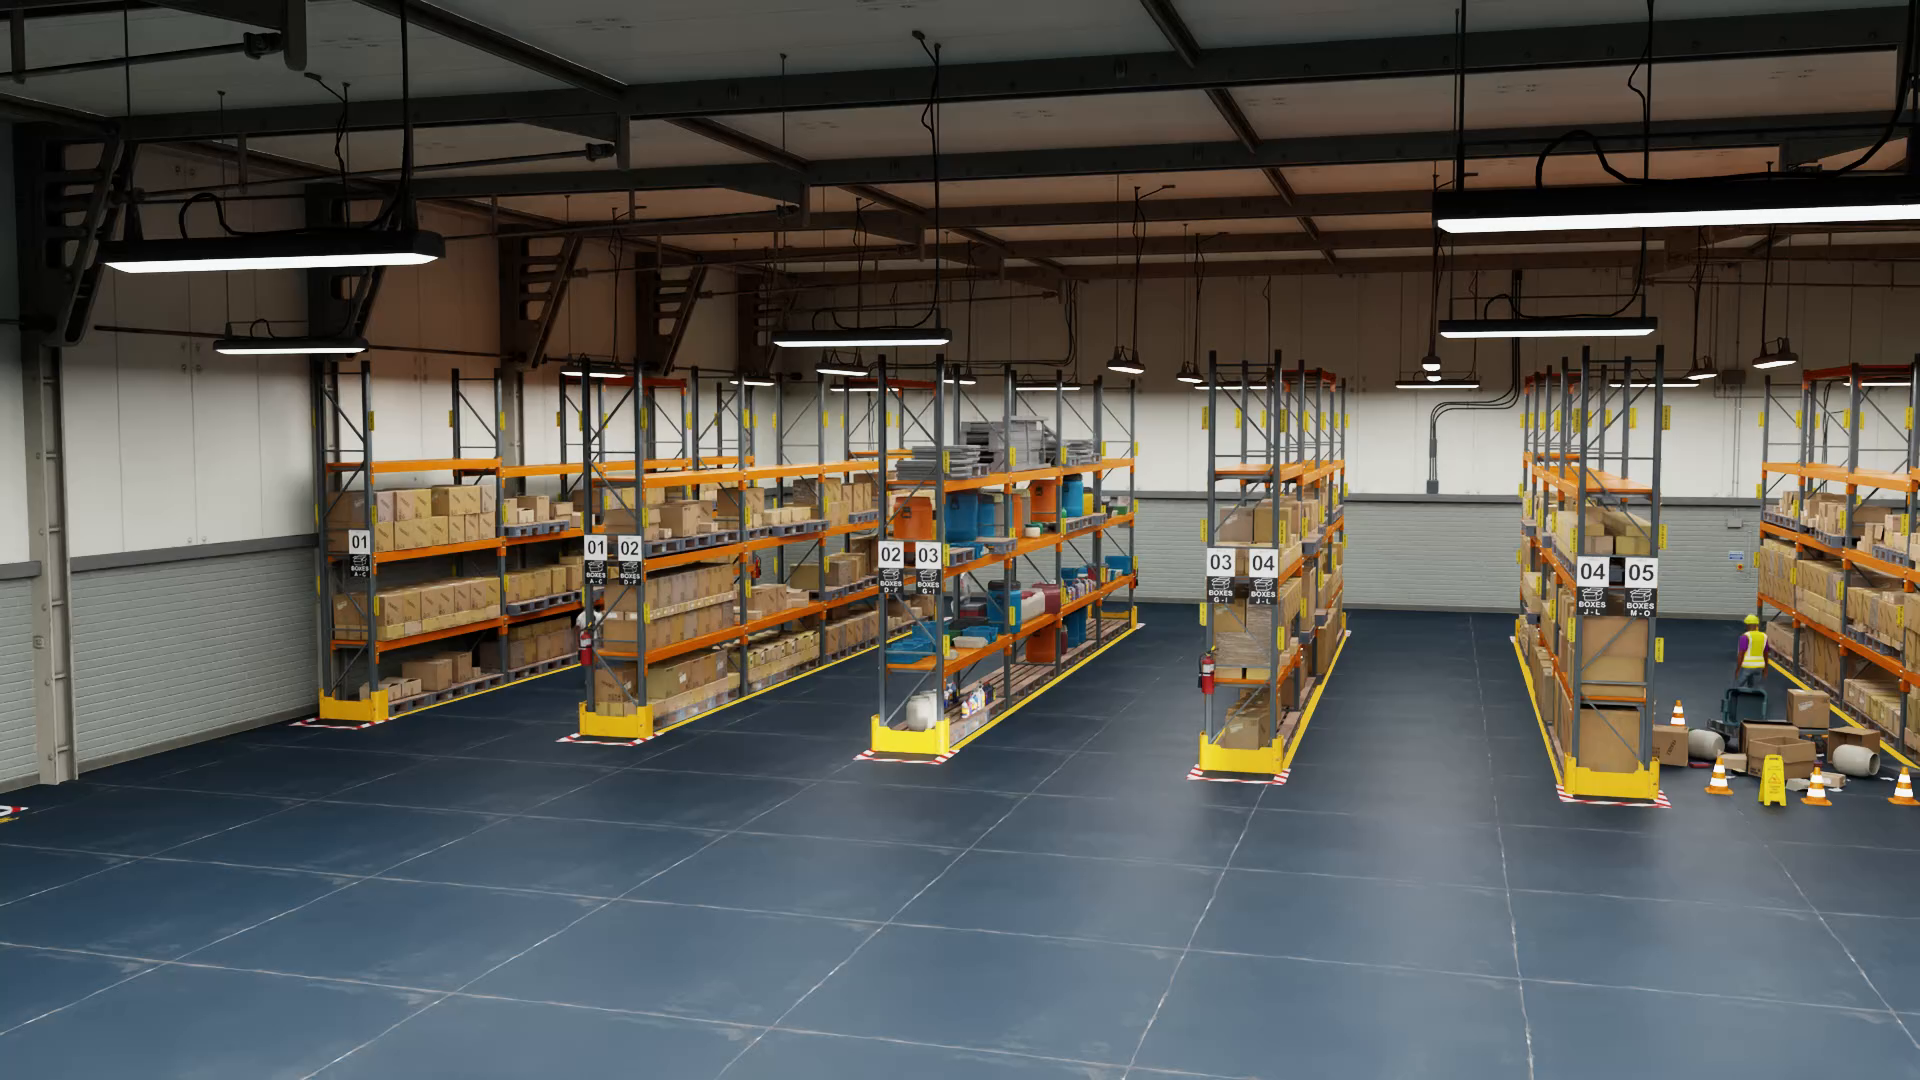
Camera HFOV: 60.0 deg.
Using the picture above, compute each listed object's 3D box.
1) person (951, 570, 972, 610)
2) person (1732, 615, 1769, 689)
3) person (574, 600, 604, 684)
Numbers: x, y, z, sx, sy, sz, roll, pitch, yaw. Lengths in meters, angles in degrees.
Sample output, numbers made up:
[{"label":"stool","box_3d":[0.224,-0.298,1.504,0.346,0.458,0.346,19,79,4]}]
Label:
[{"label":"person","box_3d":[0.079,1.143,42.776,0.582,1.591,0.452,1,4,20]},{"label":"person","box_3d":[13.202,2.147,27.771,0.609,1.787,0.403,-1,4,-13]},{"label":"person","box_3d":[-7.069,1.916,31.814,0.575,1.642,0.570,1,4,9]}]
